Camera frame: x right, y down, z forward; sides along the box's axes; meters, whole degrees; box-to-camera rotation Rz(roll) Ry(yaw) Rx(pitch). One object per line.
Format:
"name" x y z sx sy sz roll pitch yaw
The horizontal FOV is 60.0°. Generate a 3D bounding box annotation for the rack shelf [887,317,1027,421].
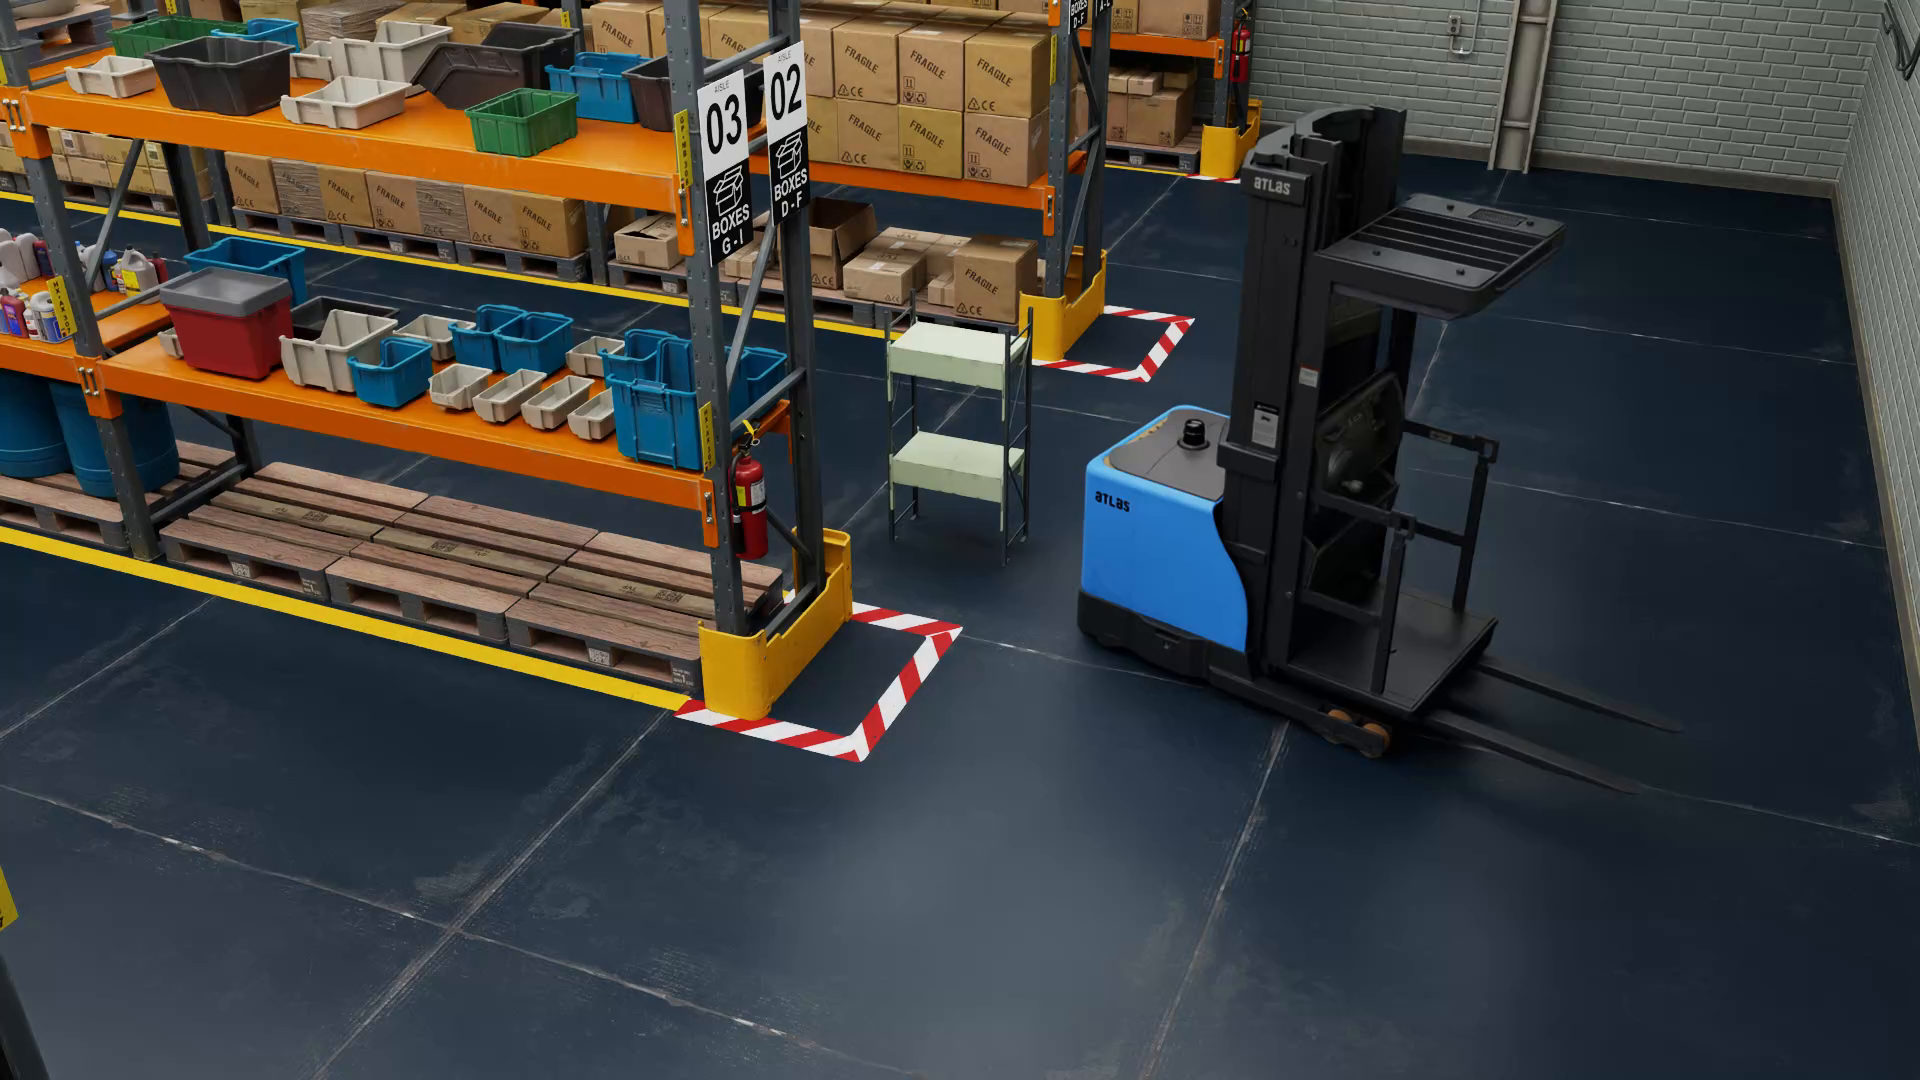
"rack shelf" -0.006 -0.994 9.602 0.720 0.370 0.431 11 31 19

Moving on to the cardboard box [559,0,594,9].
"cardboard box" -4.048 -5.714 18.980 0.750 0.750 0.750 11 31 18

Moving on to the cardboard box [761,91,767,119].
"cardboard box" -1.525 -3.302 12.852 0.500 0.500 0.500 11 31 19

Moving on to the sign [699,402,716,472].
"sign" -1.184 -0.483 7.801 0.005 0.325 0.100 11 31 19

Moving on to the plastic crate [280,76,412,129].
"plastic crate" -3.000 -2.126 8.093 0.530 0.136 0.437 11 31 19

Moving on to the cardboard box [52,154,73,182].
"cardboard box" -8.540 -3.657 15.951 0.500 0.250 0.500 12 32 20

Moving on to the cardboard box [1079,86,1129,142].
"cardboard box" 1.583 -4.454 17.106 0.500 0.500 0.700 11 31 19

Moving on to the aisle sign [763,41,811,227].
"aisle sign" -0.814 -1.919 7.867 0.004 0.787 0.394 11 31 19

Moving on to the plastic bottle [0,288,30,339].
"plastic bottle" -5.417 -1.302 9.536 0.133 0.283 0.061 11 31 19

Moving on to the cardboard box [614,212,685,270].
"cardboard box" -2.525 -2.508 13.836 0.500 0.311 0.500 11 31 19

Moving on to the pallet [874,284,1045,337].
"pallet" 0.064 -1.870 13.256 1.213 0.211 1.003 11 31 19

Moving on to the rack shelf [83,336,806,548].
"rack shelf" -2.845 -0.722 9.122 4.000 0.370 1.077 11 31 19

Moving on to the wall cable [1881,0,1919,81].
"wall cable" 7.839 -5.233 13.431 0.112 2.526 3.097 11 31 19

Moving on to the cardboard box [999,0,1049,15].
"cardboard box" 0.875 -5.678 16.853 0.700 0.700 0.980 10 31 17

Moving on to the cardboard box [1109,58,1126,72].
"cardboard box" 1.536 -4.852 17.151 0.250 0.149 0.380 12 31 20

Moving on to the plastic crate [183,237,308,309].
"plastic crate" -4.138 -1.494 9.711 0.575 0.384 0.392 11 31 19

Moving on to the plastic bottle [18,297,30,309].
"plastic bottle" -5.404 -1.306 9.625 0.097 0.201 0.097 0 29 0

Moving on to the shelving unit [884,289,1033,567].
"shelving unit" -0.006 -0.654 9.794 0.755 1.500 0.431 11 31 19

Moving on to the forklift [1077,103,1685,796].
"forklift" 2.125 -0.492 8.054 3.031 2.935 1.130 21 35 32

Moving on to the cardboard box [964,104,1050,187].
"cardboard box" 0.356 -2.926 12.187 0.500 0.500 0.500 12 32 21

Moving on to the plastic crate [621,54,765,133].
"plastic crate" -1.244 -2.113 7.935 0.590 0.269 0.497 11 31 19

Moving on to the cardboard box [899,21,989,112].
"cardboard box" -0.110 -3.452 12.103 0.500 0.500 0.500 12 32 20

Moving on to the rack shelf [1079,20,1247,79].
"rack shelf" 0.880 -5.240 17.114 4.000 0.370 1.077 11 31 19

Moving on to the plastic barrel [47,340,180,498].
"plastic barrel" -5.196 -0.783 10.204 0.708 0.901 0.600 11 31 19

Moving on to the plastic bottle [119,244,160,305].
"plastic bottle" -4.940 -1.604 10.002 0.185 0.351 0.144 11 31 19

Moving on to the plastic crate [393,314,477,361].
"plastic crate" -2.972 -1.132 9.322 0.466 0.136 0.293 11 31 19

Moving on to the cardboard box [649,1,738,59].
"cardboard box" -2.024 -3.831 12.774 0.500 0.500 0.500 10 31 18

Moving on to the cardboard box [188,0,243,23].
"cardboard box" -9.364 -6.680 21.024 0.500 0.500 0.500 9 31 15

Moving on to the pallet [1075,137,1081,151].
"pallet" 0.836 -4.307 17.568 1.213 0.211 1.003 11 31 19

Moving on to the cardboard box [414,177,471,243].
"cardboard box" -4.317 -2.916 14.364 0.500 0.500 0.500 12 32 20

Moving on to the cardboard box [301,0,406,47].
"cardboard box" -5.138 -4.308 14.207 0.500 0.500 0.700 18 34 28

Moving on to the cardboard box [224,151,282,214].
"cardboard box" -6.225 -3.292 15.031 0.500 0.500 0.500 13 32 21

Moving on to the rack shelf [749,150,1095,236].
"rack shelf" -0.979 -2.980 13.117 4.000 0.370 1.077 11 31 19

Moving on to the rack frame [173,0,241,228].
"rack frame" -6.539 -4.403 14.903 0.127 3.000 1.000 11 31 19

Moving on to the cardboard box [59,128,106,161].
"cardboard box" -8.068 -3.806 15.644 0.500 0.311 0.500 11 31 19

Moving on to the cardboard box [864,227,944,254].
"cardboard box" -0.450 -2.333 13.587 0.500 0.250 0.500 11 31 19

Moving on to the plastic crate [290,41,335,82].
"plastic crate" -3.377 -2.535 8.817 0.466 0.136 0.293 11 31 19

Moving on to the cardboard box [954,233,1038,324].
"cardboard box" 0.277 -2.015 12.771 0.500 0.500 0.500 11 31 19

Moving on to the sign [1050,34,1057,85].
"sign" 0.647 -3.316 11.481 0.005 0.325 0.100 11 31 19

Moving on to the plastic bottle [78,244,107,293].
"plastic bottle" -5.323 -1.679 10.209 0.135 0.276 0.152 11 31 19

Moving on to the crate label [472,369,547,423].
"crate label" -2.346 -0.746 8.639 0.243 0.136 0.396 11 31 19

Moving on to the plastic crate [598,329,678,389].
"plastic crate" -1.707 -0.936 8.879 0.300 0.233 0.416 11 31 19

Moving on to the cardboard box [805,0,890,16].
"cardboard box" -0.858 -3.886 12.871 0.500 0.500 0.500 11 31 19

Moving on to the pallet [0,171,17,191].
"pallet" -9.548 -3.811 16.689 1.213 0.211 1.003 11 31 19

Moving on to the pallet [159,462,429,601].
"pallet" -4.003 -0.073 10.076 1.213 0.211 1.003 11 31 19

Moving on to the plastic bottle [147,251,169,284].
"plastic bottle" -4.878 -1.617 10.093 0.133 0.283 0.061 11 31 19

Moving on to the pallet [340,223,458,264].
"pallet" -4.735 -2.808 14.914 1.213 0.211 1.003 11 31 19

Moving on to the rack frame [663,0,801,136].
"rack frame" -0.992 -3.277 6.814 0.127 3.000 1.000 11 31 19
